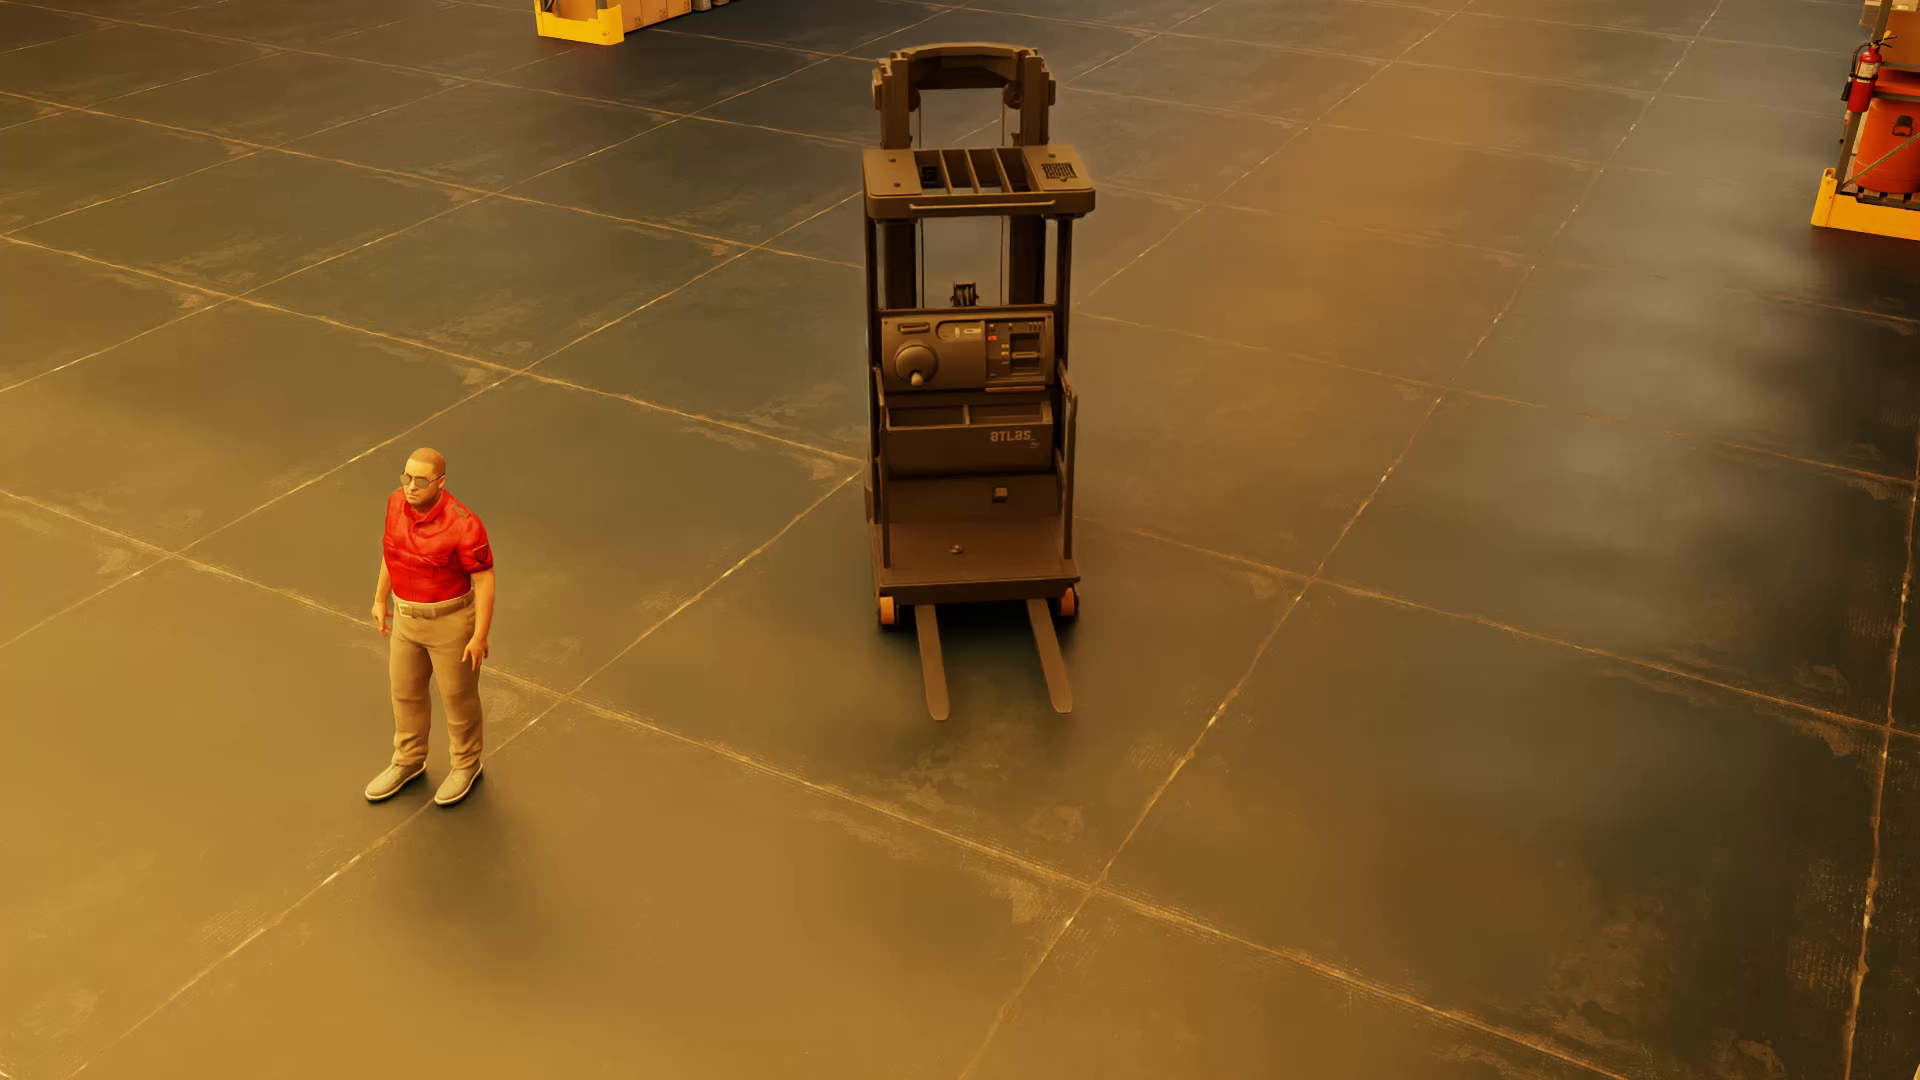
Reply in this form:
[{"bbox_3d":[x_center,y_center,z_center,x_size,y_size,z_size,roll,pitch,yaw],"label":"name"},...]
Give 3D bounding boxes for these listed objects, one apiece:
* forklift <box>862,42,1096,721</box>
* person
[{"bbox_3d":[0.067,-0.973,8.756,1.130,2.935,3.031,-3,30,-5],"label":"forklift"},{"bbox_3d":[-2.437,0.417,7.536,0.640,1.727,0.551,13,32,21],"label":"person"}]
